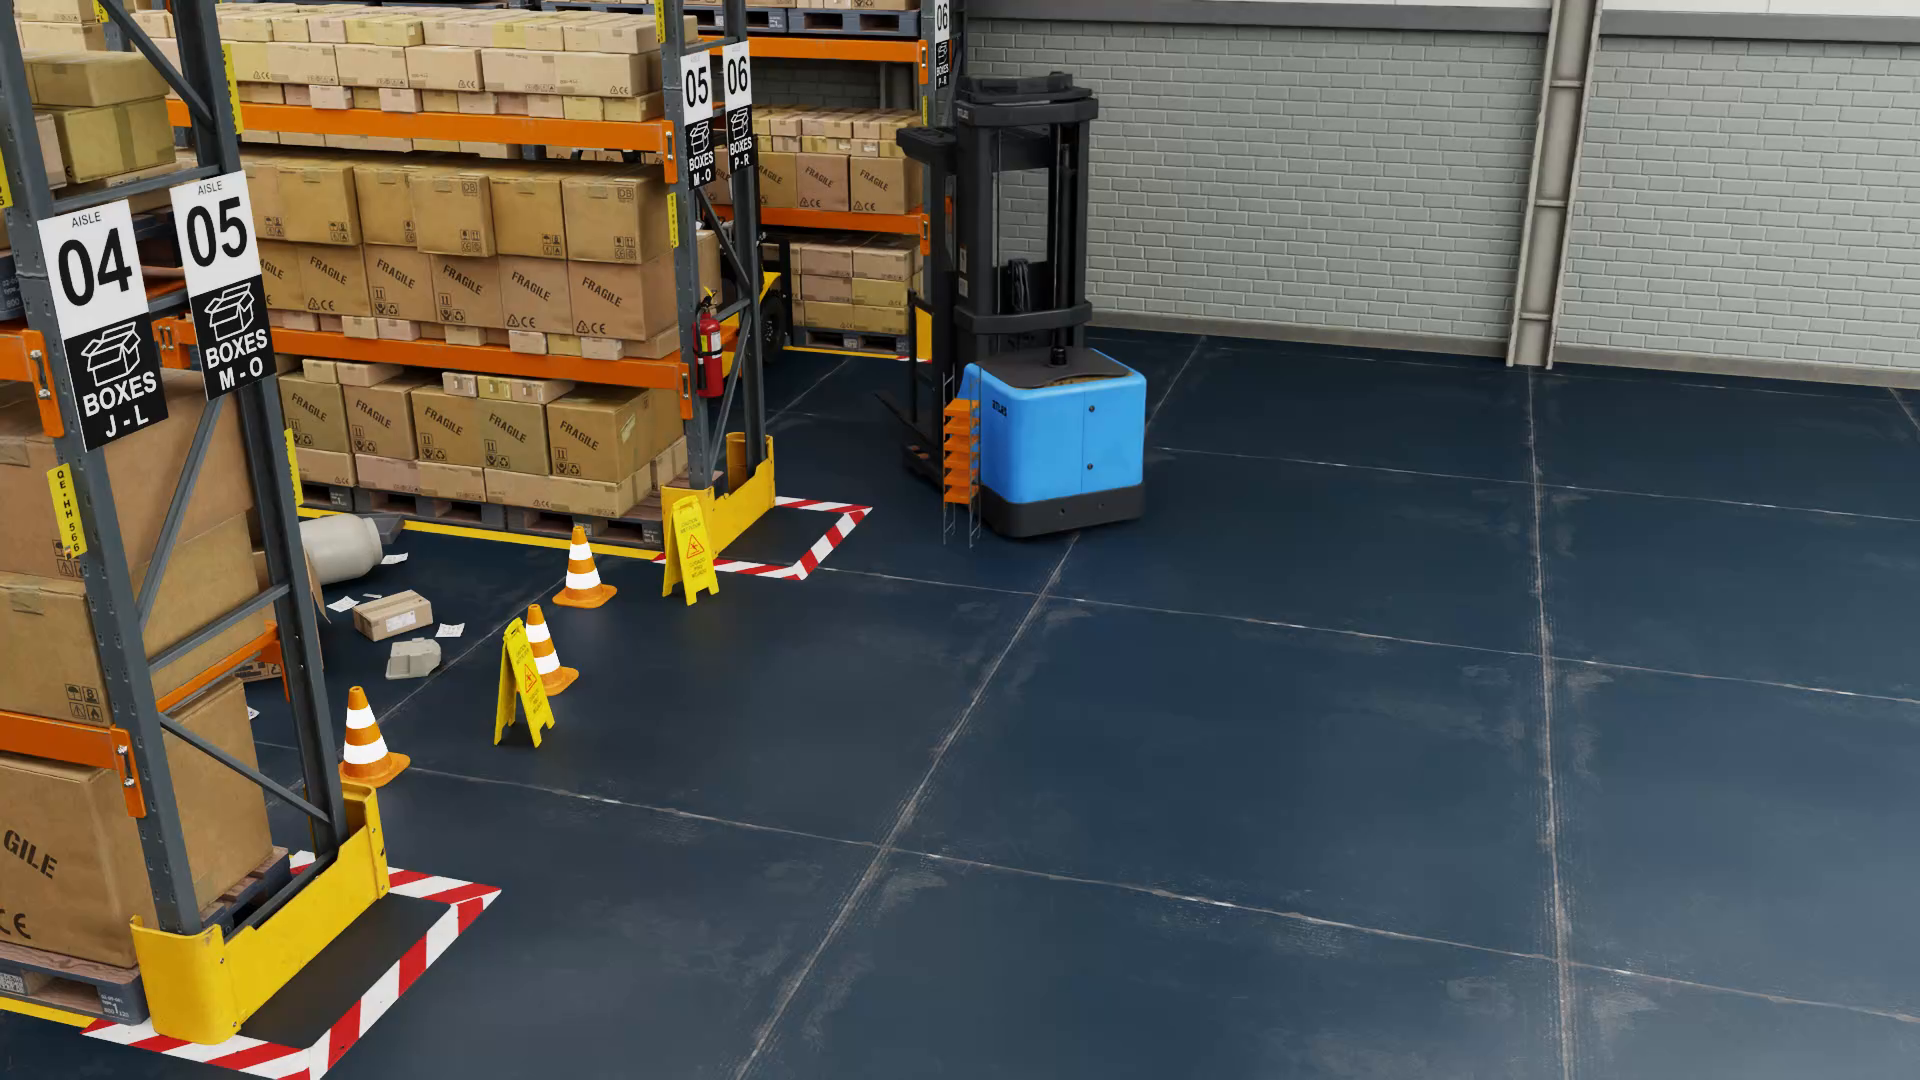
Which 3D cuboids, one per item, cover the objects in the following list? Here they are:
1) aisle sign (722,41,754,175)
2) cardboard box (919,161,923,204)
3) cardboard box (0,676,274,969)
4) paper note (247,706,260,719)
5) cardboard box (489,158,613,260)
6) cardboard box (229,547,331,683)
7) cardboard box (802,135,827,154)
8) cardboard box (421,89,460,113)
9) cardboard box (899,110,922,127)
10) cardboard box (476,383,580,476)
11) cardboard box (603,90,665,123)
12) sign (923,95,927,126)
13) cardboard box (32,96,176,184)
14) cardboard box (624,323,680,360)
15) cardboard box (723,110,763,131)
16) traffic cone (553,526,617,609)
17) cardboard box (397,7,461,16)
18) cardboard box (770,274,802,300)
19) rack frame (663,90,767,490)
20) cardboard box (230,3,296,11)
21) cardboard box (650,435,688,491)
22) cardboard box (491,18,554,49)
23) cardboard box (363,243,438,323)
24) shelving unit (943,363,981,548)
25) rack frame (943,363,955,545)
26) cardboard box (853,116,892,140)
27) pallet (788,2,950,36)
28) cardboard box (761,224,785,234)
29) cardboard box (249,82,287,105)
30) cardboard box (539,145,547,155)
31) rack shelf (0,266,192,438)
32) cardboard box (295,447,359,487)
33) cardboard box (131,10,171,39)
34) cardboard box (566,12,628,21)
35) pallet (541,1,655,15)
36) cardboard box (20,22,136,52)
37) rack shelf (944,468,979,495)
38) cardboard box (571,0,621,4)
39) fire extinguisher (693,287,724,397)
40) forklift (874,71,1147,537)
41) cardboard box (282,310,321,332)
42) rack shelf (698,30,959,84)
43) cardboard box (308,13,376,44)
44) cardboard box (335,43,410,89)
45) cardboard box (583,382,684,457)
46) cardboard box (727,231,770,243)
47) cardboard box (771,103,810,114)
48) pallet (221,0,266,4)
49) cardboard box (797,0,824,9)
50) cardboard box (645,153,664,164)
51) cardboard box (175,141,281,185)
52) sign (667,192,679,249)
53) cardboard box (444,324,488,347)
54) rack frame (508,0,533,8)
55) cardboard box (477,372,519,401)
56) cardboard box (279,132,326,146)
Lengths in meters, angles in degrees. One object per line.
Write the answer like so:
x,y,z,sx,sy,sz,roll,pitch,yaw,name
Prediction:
-1.414,-2.766,10.635,0.004,0.787,0.394,7,23,16,aisle sign
-0.527,-3.463,15.628,0.500,0.500,0.500,7,23,17,cardboard box
-3.565,1.091,6.905,0.875,0.875,0.875,7,23,16,cardboard box
-3.867,0.942,8.935,0.142,0.017,0.144,16,27,34,paper note
-2.598,-2.139,10.690,0.500,0.500,0.700,7,23,16,cardboard box
-3.976,0.425,9.571,0.637,0.503,0.797,-9,24,-21,cardboard box
-1.264,-3.643,15.212,0.250,0.149,0.380,6,23,15,cardboard box
-3.204,-2.817,10.564,0.250,0.149,0.380,6,23,14,cardboard box
-0.393,-3.860,15.349,0.250,0.149,0.380,6,23,14,cardboard box
-2.906,-0.776,11.290,0.500,0.500,0.500,7,23,17,cardboard box
-1.986,-2.666,10.197,0.250,0.149,0.380,7,23,16,cardboard box
-0.303,-3.711,14.527,0.005,0.325,0.100,7,23,16,sign
-3.284,-1.491,6.119,0.500,0.250,0.500,6,23,15,cardboard box
-1.983,-1.304,10.829,0.250,0.149,0.380,7,23,17,cardboard box
-2.007,-3.874,15.383,0.250,0.149,0.380,7,23,16,cardboard box
-2.348,0.138,10.324,0.334,0.463,0.336,7,23,16,traffic cone
-3.514,-3.446,11.046,0.250,0.149,0.380,7,23,16,cardboard box
-1.667,-2.462,15.732,0.500,0.250,0.500,6,23,14,cardboard box
-1.563,-1.457,10.871,0.127,3.000,1.000,7,23,16,rack frame
-4.755,-3.580,11.374,0.250,0.149,0.380,6,23,14,cardboard box
-2.256,-0.569,11.773,0.500,0.250,0.500,6,23,15,cardboard box
-2.686,-3.138,10.295,0.250,0.149,0.380,7,23,16,cardboard box
-3.598,-1.776,11.123,0.500,0.500,0.500,7,23,16,cardboard box
0.014,-0.554,11.038,0.189,1.200,0.258,7,23,16,shelving unit
-0.074,-0.564,11.063,0.006,1.200,0.240,7,23,16,rack frame
-0.782,-3.724,15.017,0.250,0.149,0.380,7,23,16,cardboard box
-0.803,-4.695,14.928,1.213,0.211,1.003,7,23,16,pallet
-1.982,-2.938,16.233,0.500,0.250,0.500,6,23,14,cardboard box
-4.433,-2.966,10.927,0.250,0.149,0.380,7,23,17,cardboard box
-4.374,-4.010,16.633,0.500,0.250,0.500,6,23,15,cardboard box
-4.811,-0.922,6.561,4.000,0.370,1.077,7,23,16,rack shelf
-4.392,-0.601,11.852,0.500,0.250,0.500,8,24,19,cardboard box
-5.186,-3.383,10.893,0.250,0.149,0.380,6,23,15,cardboard box
-2.312,-3.283,10.648,0.250,0.149,0.380,7,23,15,cardboard box
-3.138,-4.962,15.580,1.213,0.211,1.003,7,23,16,pallet
-5.994,-3.420,11.347,0.500,0.250,0.500,6,23,14,cardboard box
0.014,-0.401,11.101,0.180,0.103,0.258,7,23,16,rack shelf
-3.237,-5.107,15.248,0.500,0.311,0.500,7,23,17,cardboard box
-1.587,-1.242,10.446,0.183,0.674,0.296,7,23,16,fire extinguisher
0.211,-1.899,12.039,1.130,2.935,3.031,-10,24,-22,forklift
-4.437,-1.562,11.456,0.250,0.149,0.380,7,23,17,cardboard box
-2.048,-4.535,15.370,4.000,0.370,1.077,7,23,16,rack shelf
-3.923,-3.260,10.594,0.250,0.149,0.380,6,23,15,cardboard box
-3.594,-3.037,10.574,0.500,0.250,0.500,7,23,16,cardboard box
-2.279,-0.918,11.637,0.500,0.500,0.500,6,23,14,cardboard box
-2.123,-2.747,15.767,0.500,0.250,0.500,6,23,14,cardboard box
-1.606,-4.041,15.792,0.250,0.149,0.380,6,23,14,cardboard box
-7.117,-5.397,16.771,1.003,0.211,1.213,8,24,18,pallet
-1.257,-4.836,14.646,0.258,0.266,0.396,7,23,16,cardboard box
-2.625,-3.496,15.709,0.500,0.500,0.500,6,23,15,cardboard box
-5.034,-2.415,11.365,0.500,0.500,0.700,6,23,15,cardboard box
-1.743,-1.940,10.105,0.005,0.325,0.100,7,23,16,sign
-3.228,-1.419,11.109,0.250,0.149,0.380,6,23,15,cardboard box
-3.963,-6.475,15.199,0.127,3.000,1.000,7,23,16,rack frame
-3.016,-1.064,11.139,0.250,0.149,0.380,7,23,16,cardboard box
-6.463,-4.044,16.714,0.500,0.250,0.500,6,23,14,cardboard box
